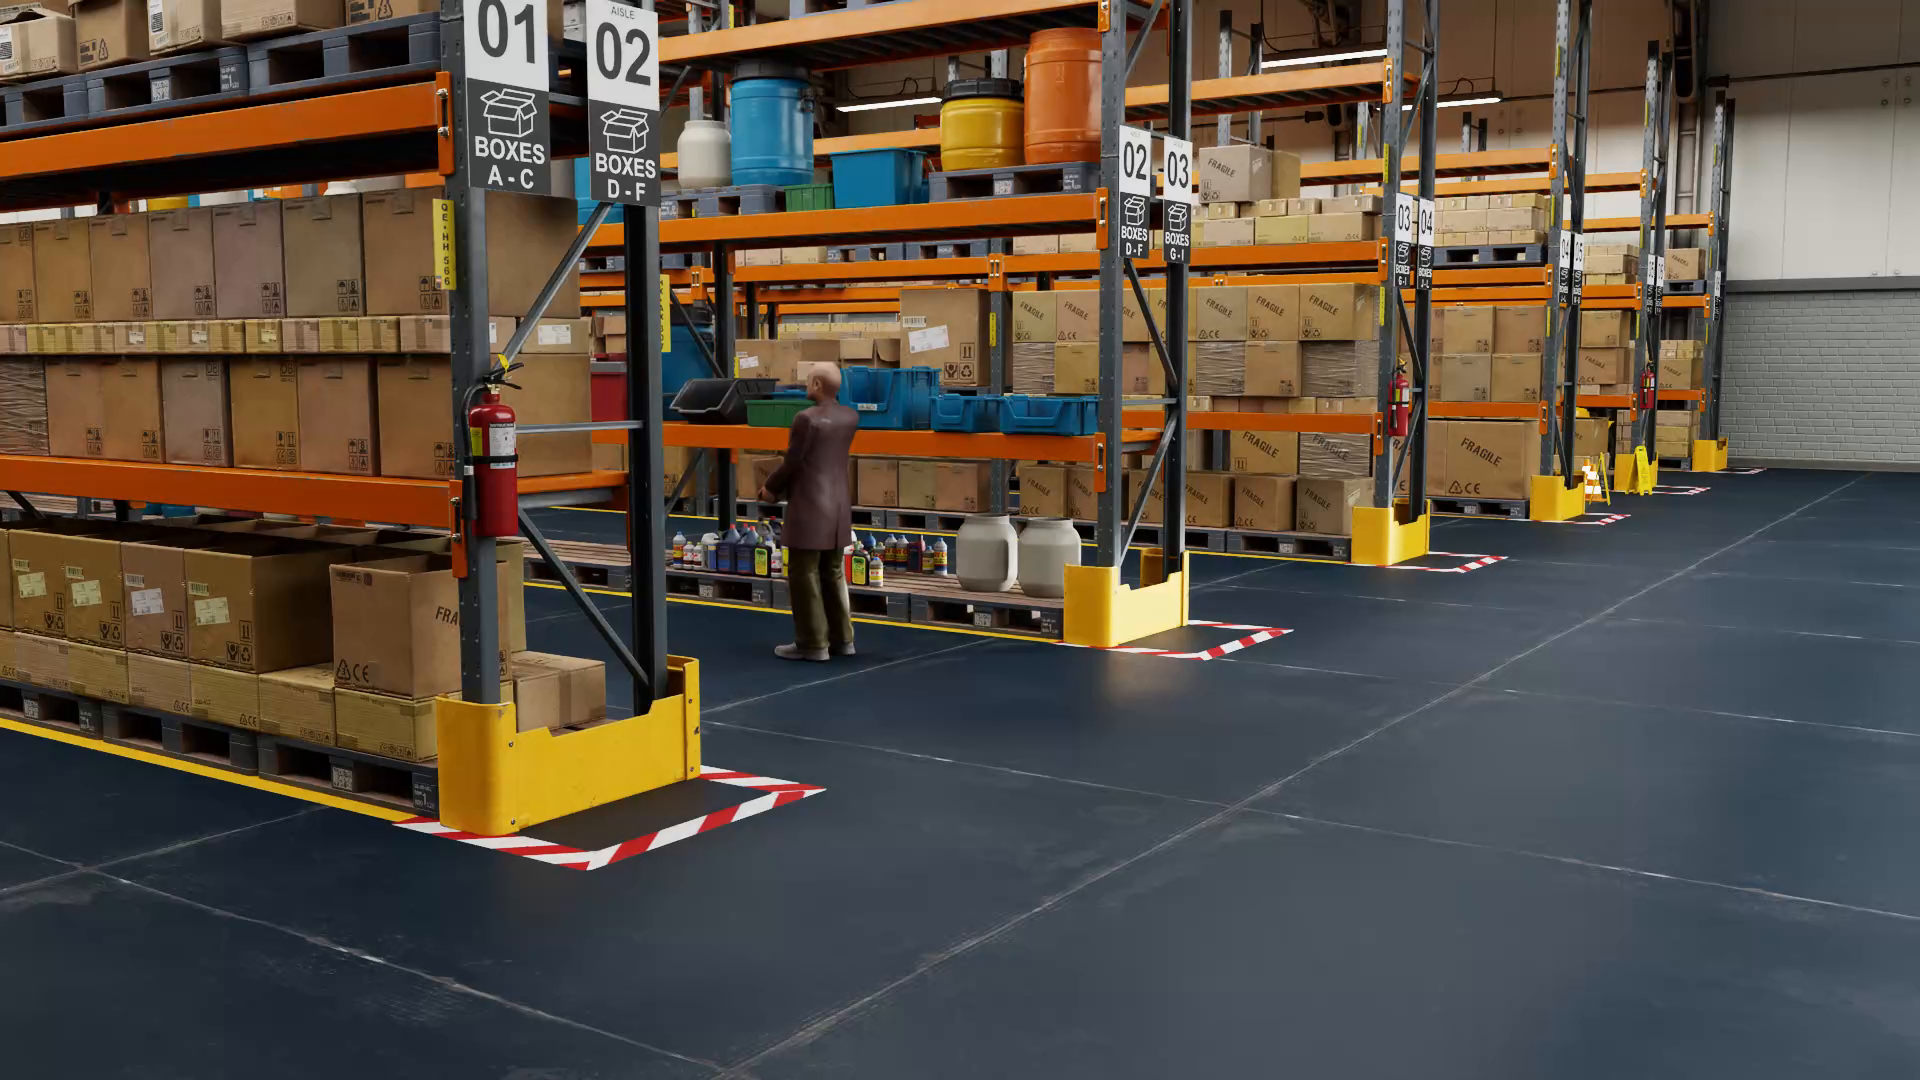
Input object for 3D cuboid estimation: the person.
[{"bbox_3d":[-0.922,-0.181,9.969,0.555,1.770,0.530,4,7,35],"label":"person"}]
